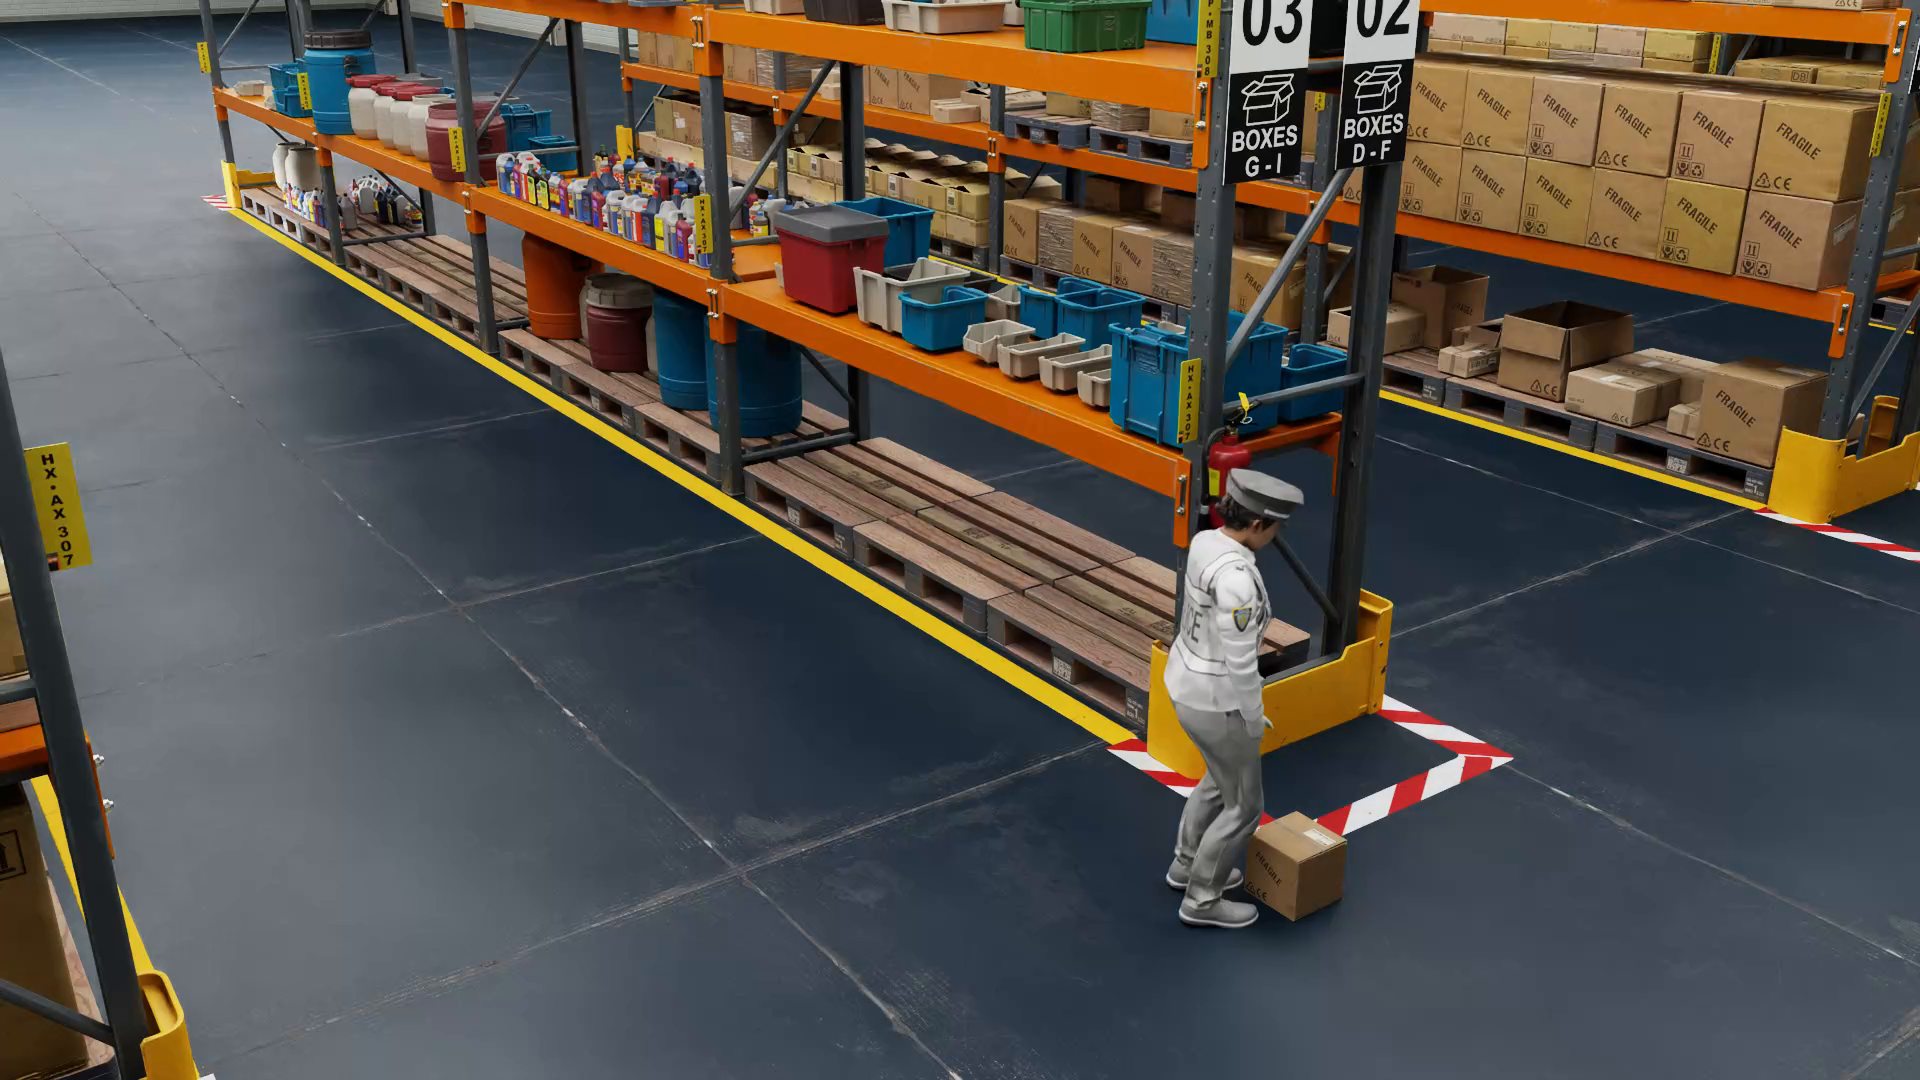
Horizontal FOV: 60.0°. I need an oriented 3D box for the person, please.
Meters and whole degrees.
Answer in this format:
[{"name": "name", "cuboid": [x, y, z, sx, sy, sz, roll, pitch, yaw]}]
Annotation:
[{"name": "person", "cuboid": [0.920, 0.543, 5.762, 0.428, 1.635, 0.496, -1, 22, -4]}]
